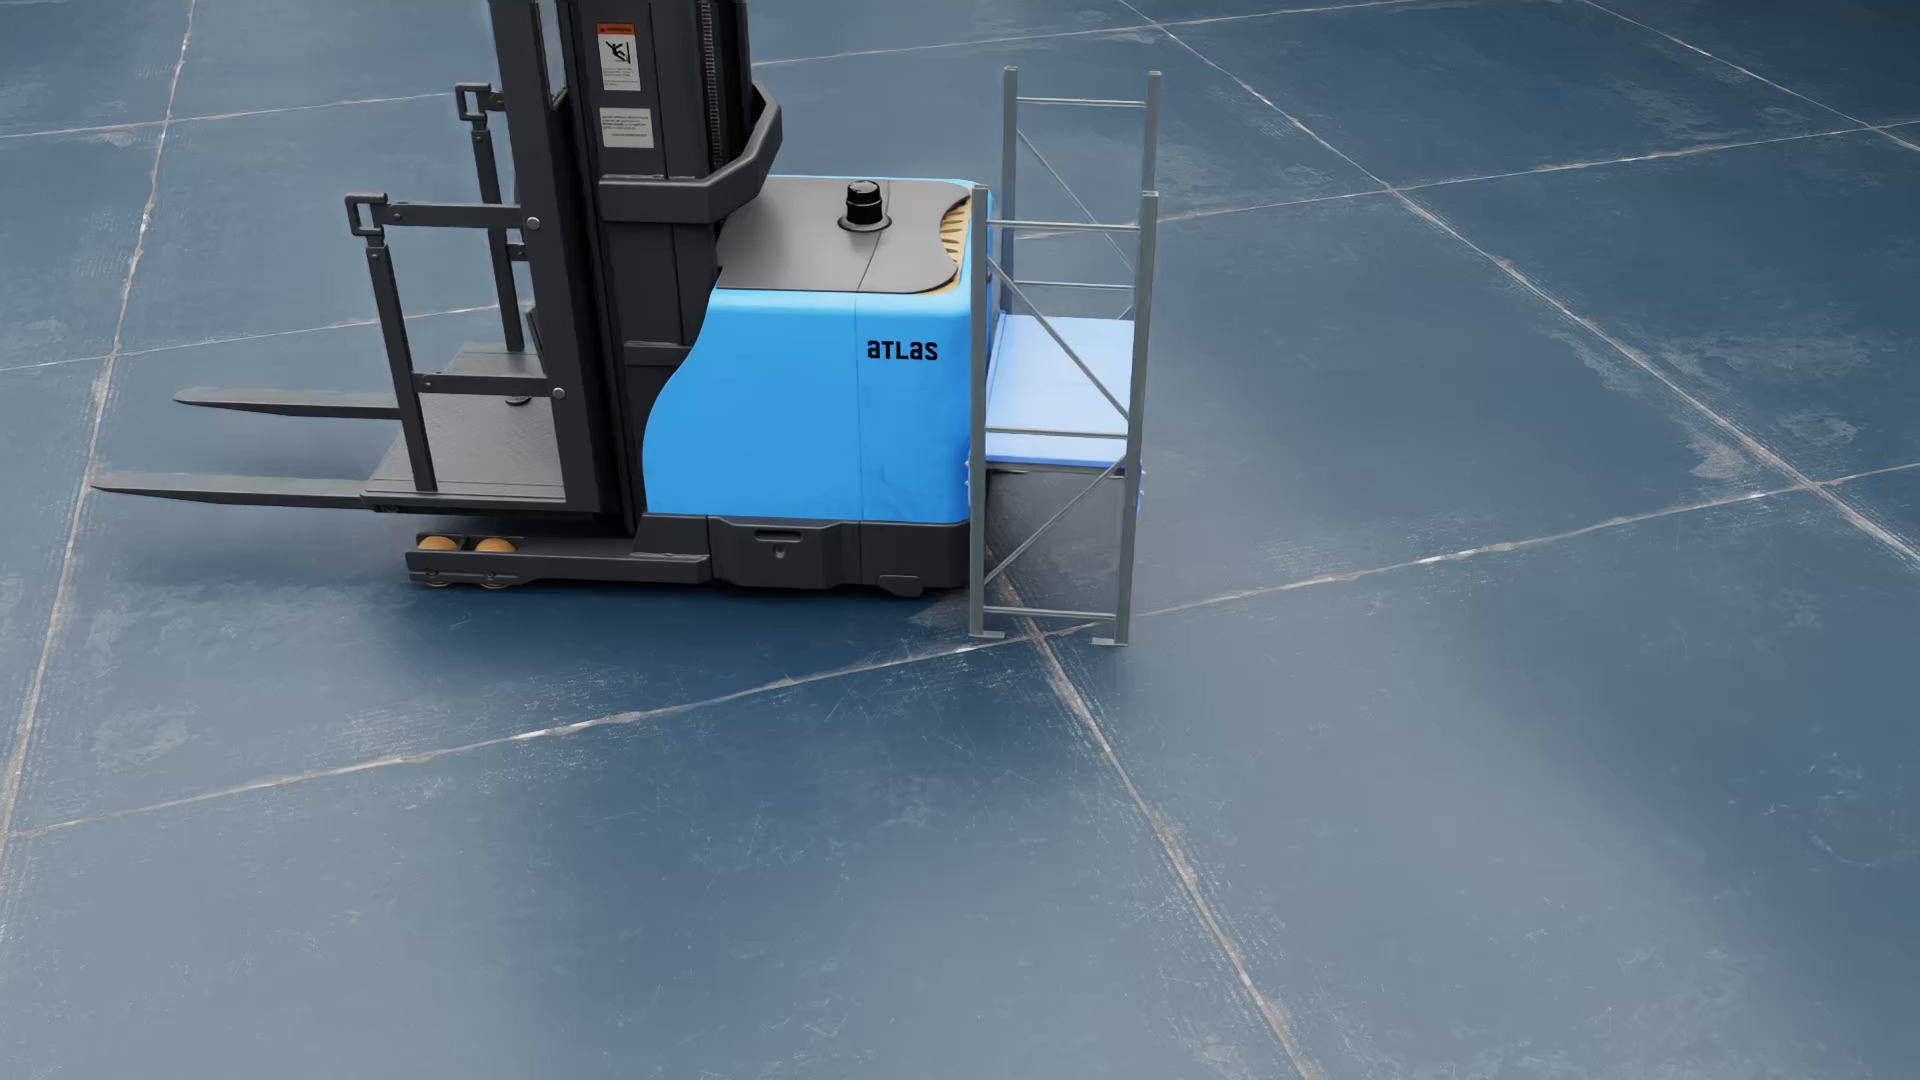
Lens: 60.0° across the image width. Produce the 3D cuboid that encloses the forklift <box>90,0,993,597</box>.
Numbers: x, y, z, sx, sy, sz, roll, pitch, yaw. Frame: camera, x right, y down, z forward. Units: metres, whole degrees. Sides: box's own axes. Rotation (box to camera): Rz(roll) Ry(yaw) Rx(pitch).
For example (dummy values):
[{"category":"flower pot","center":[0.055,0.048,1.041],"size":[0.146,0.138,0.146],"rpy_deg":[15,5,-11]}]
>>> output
[{"category":"forklift","center":[-1.415,-1.348,5.132],"size":[3.031,2.935,1.130],"rpy_deg":[2,34,3]}]

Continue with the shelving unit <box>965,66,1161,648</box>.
[{"category":"shelving unit","center":[0.335,-0.588,5.280],"size":[0.538,1.500,1.048],"rpy_deg":[3,34,5]}]

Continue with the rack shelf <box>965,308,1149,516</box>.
[{"category":"rack shelf","center":[0.335,-0.438,5.379],"size":[0.538,0.185,1.000],"rpy_deg":[3,34,5]}]

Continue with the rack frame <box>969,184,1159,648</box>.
[{"category":"rack frame","center":[0.280,-0.310,4.858],"size":[0.500,1.500,0.032],"rpy_deg":[3,34,5]}]

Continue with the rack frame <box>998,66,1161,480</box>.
[{"category":"rack frame","center":[0.389,-0.867,5.702],"size":[0.500,1.500,0.032],"rpy_deg":[3,34,5]}]
